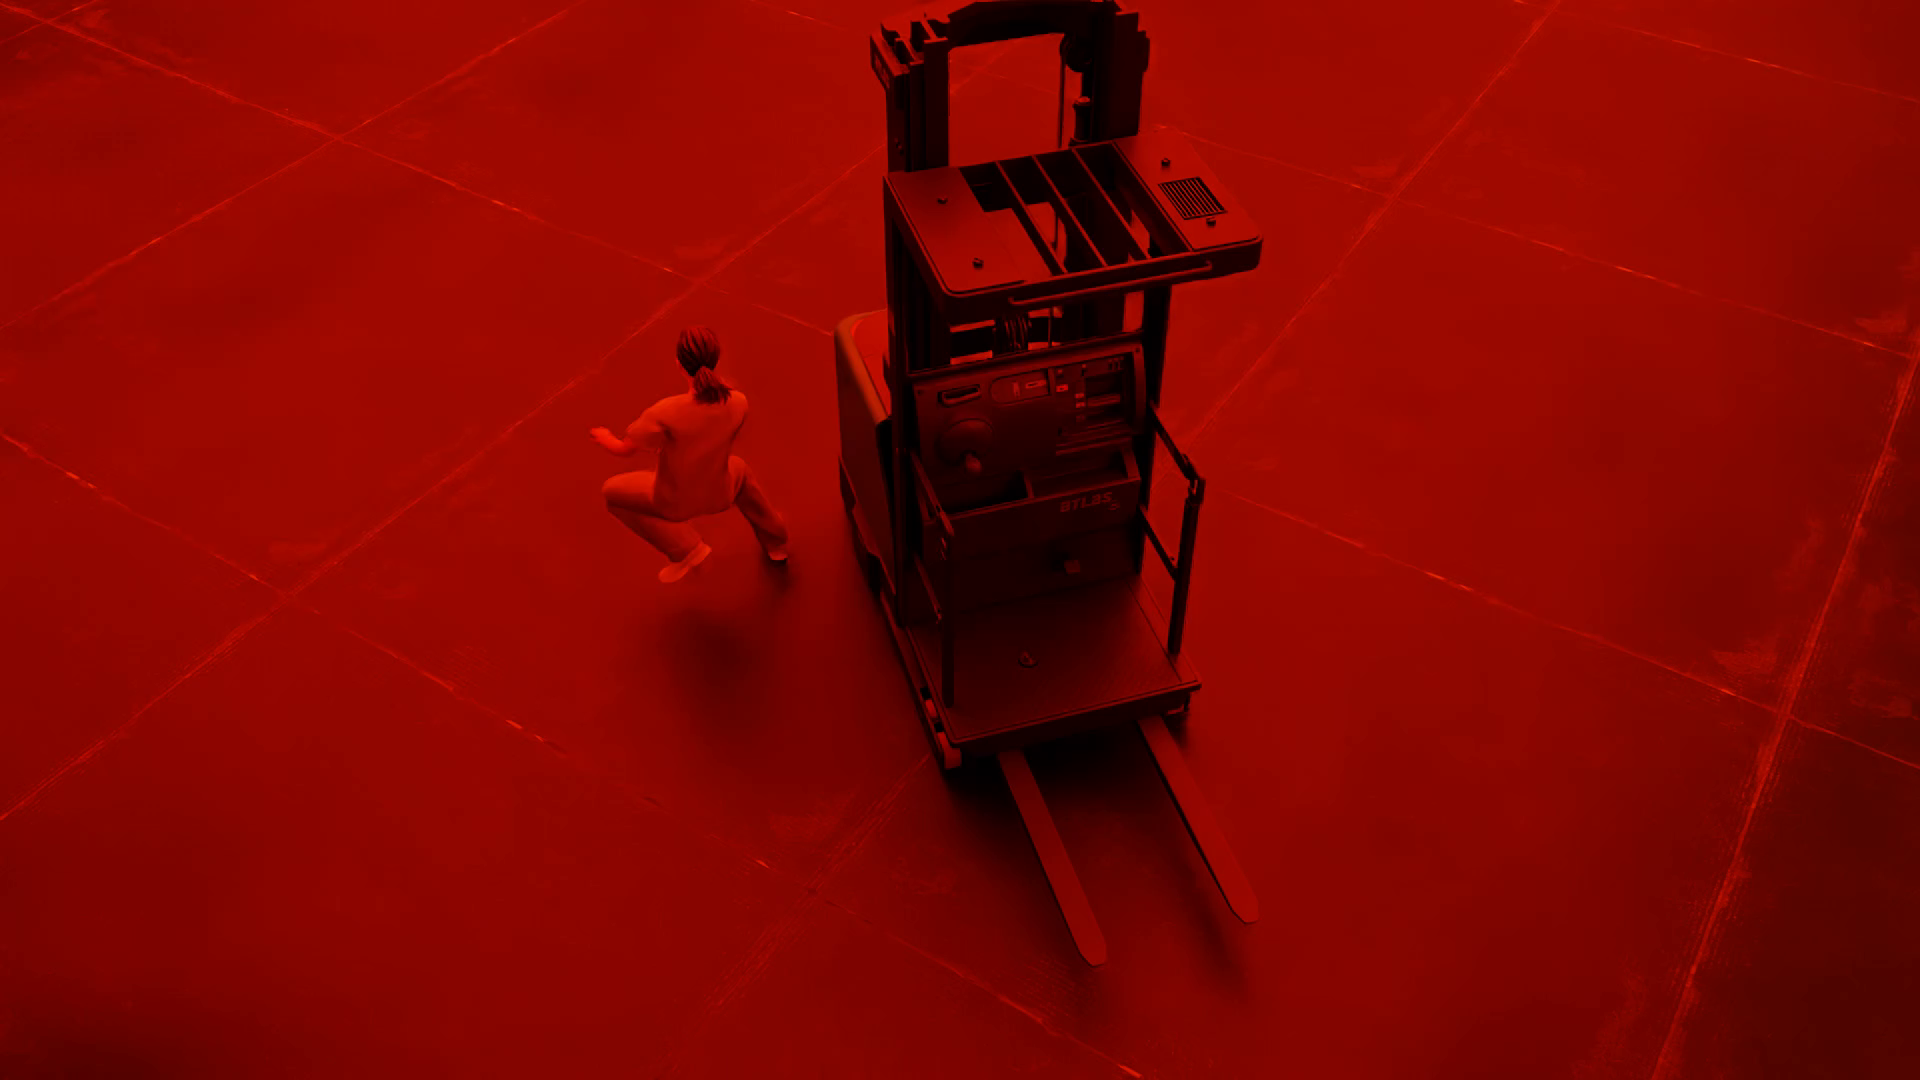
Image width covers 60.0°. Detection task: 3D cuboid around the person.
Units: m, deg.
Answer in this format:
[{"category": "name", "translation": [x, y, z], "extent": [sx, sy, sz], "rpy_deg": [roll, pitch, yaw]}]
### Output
[{"category": "person", "translation": [-1.185, -0.386, 7.317], "extent": [0.809, 1.477, 0.732], "rpy_deg": [-20, 47, -20]}]

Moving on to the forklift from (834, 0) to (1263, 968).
[{"category": "forklift", "translation": [0.343, -0.417, 6.288], "extent": [1.130, 2.935, 3.031], "rpy_deg": [-12, 45, -13]}]
